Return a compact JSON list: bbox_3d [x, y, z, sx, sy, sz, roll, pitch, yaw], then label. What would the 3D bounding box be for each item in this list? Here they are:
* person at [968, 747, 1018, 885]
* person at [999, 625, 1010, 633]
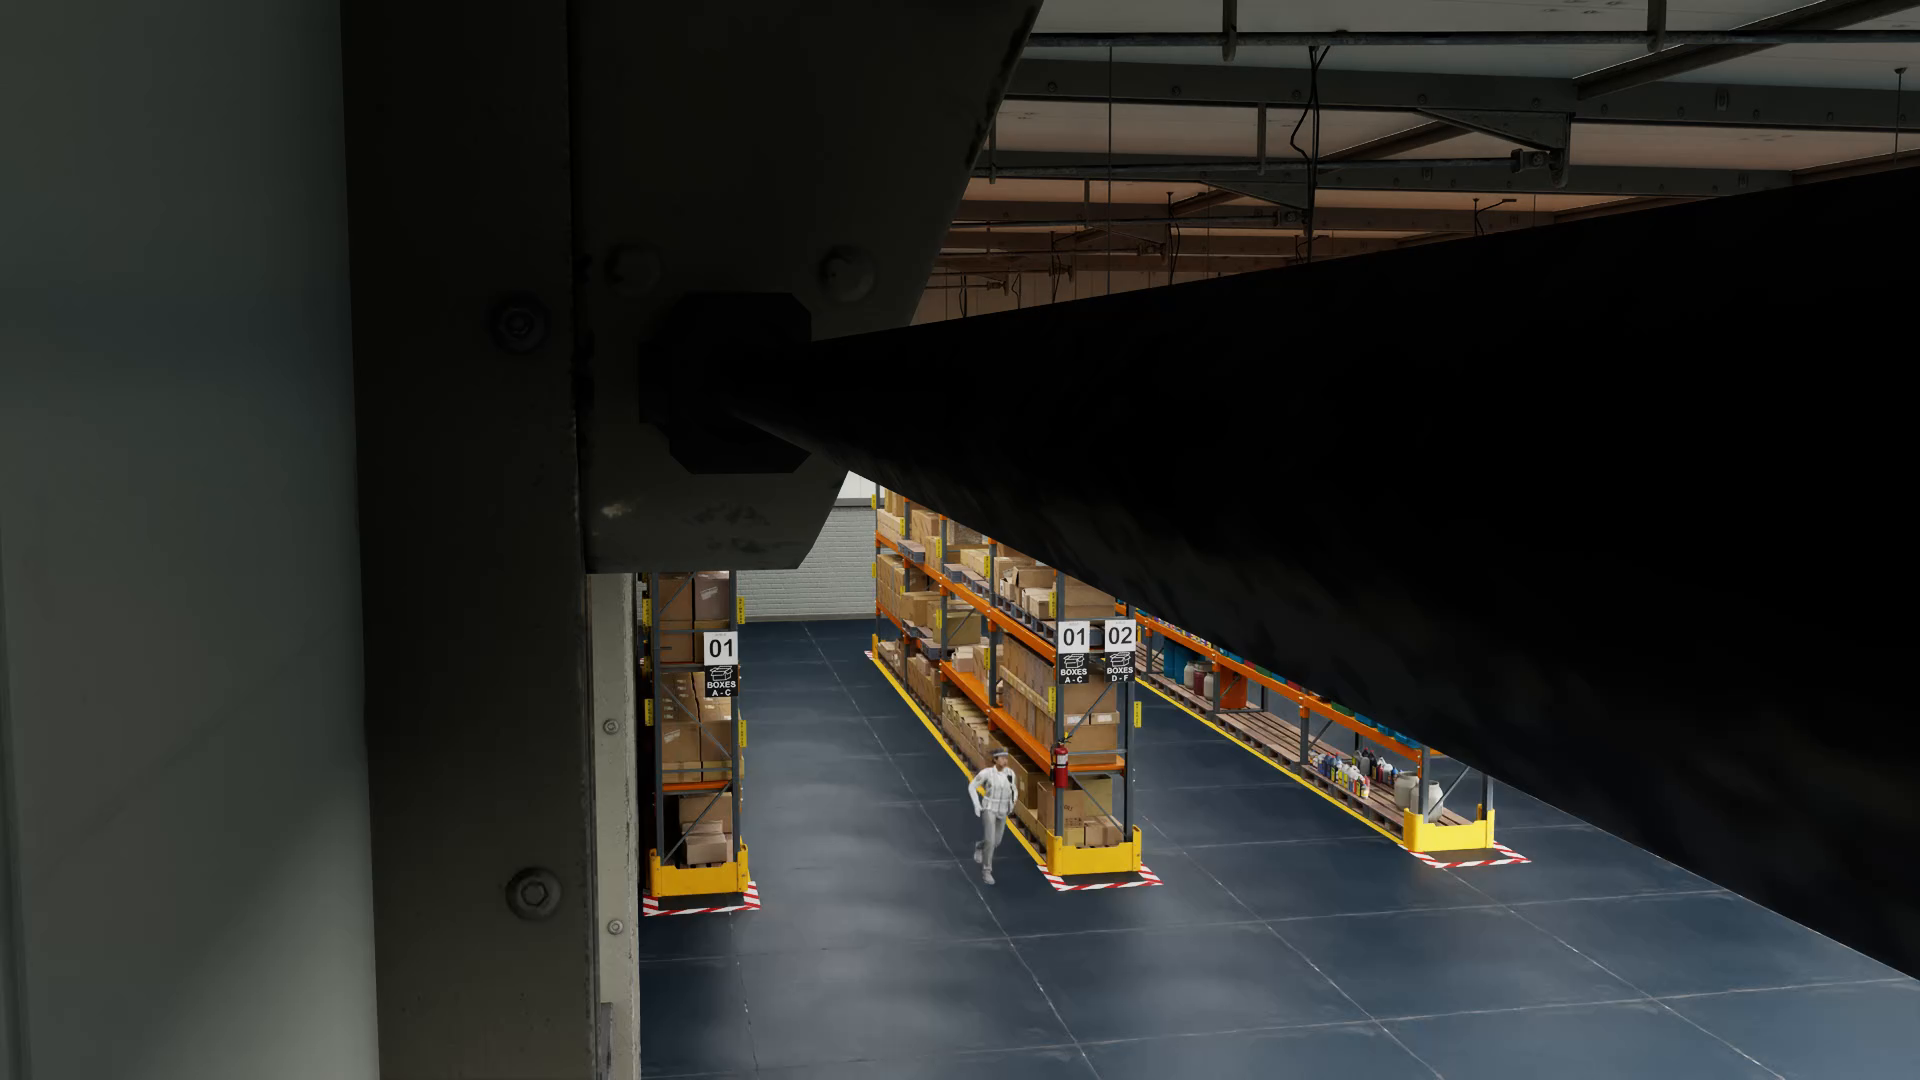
[{"bbox_3d":[0.434,3.393,20.807,0.656,1.657,0.708,-2,6,-23],"label":"person"},{"bbox_3d":[1.089,1.928,34.584,0.704,1.720,0.694,-2,6,-18],"label":"person"}]
